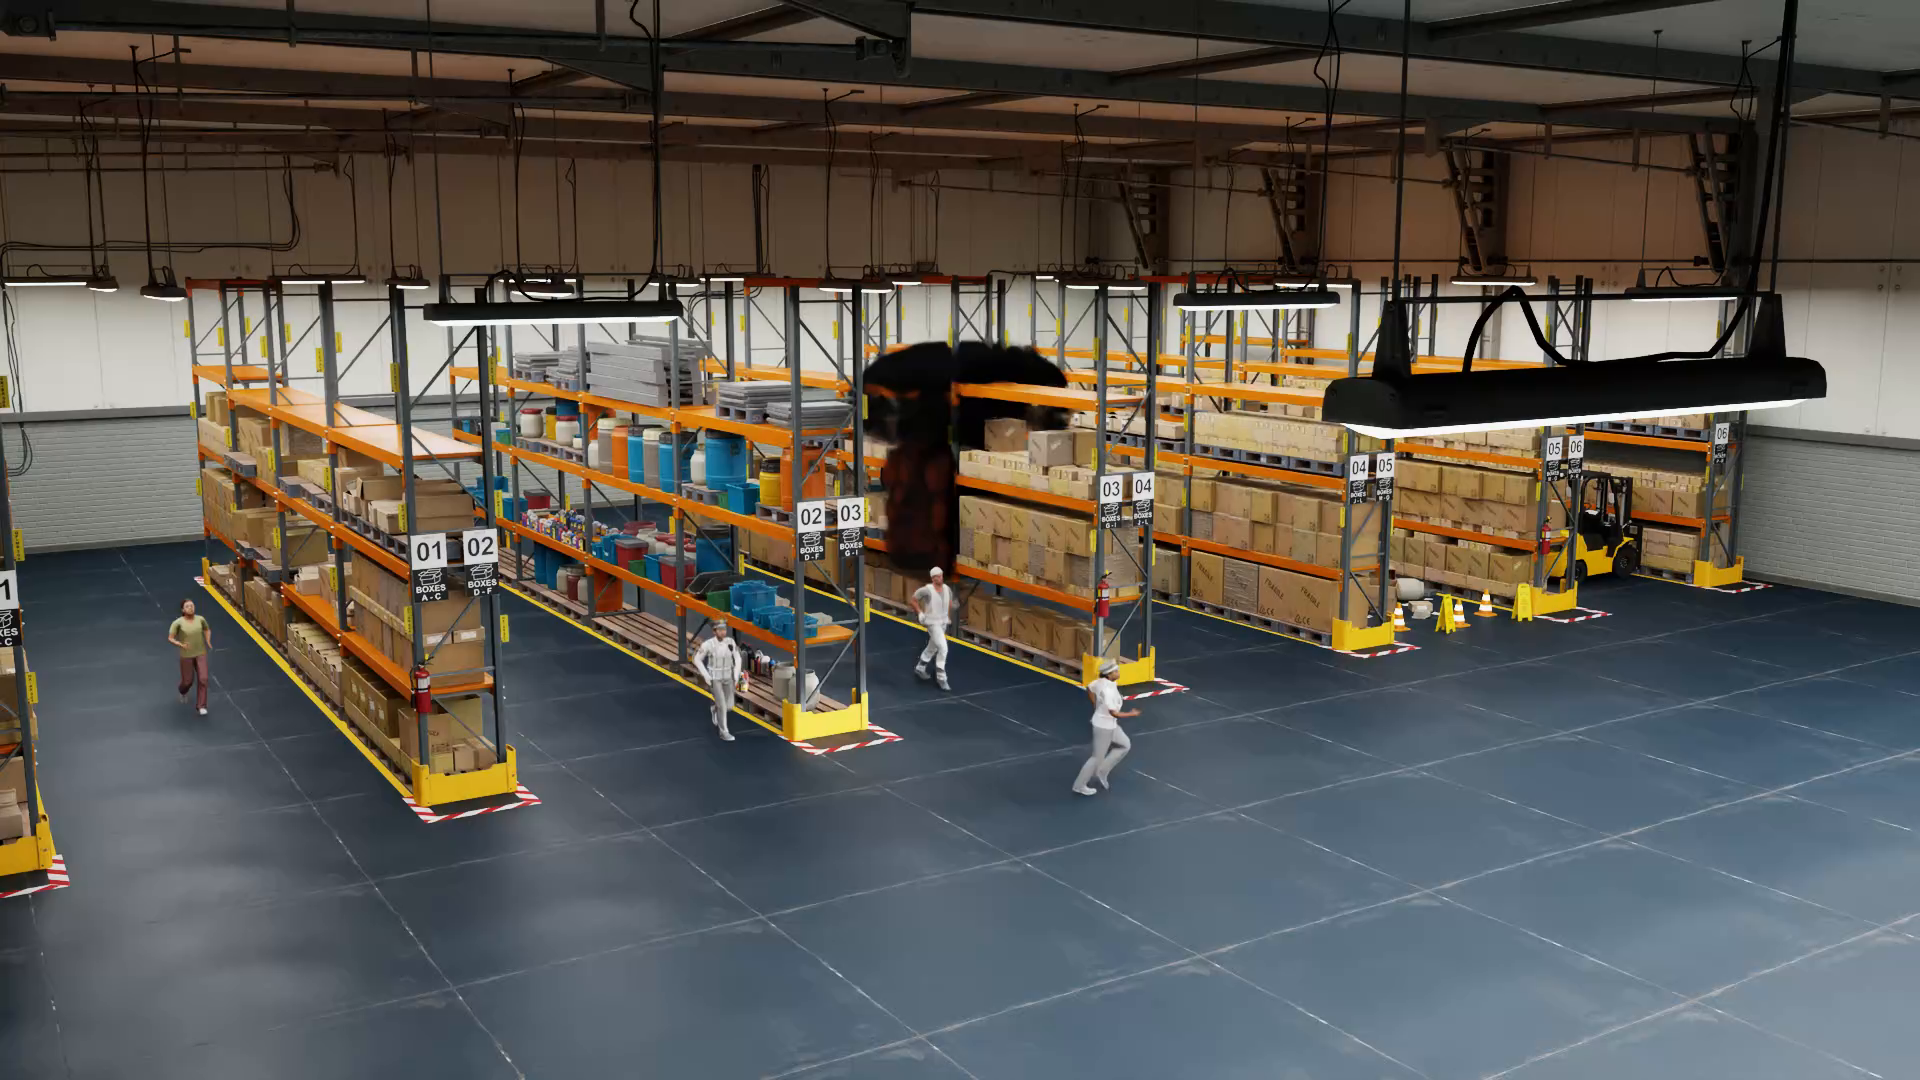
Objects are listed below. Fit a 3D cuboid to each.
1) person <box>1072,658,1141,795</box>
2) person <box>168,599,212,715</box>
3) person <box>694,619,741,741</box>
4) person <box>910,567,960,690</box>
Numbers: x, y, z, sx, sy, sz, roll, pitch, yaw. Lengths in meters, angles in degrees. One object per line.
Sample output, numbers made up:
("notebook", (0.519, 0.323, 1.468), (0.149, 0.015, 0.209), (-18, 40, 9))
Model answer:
("person", (1.748, 2.201, 19.826), (0.811, 1.653, 0.589), (0, 10, 3))
("person", (-10.822, 1.623, 23.453), (0.588, 1.628, 0.758), (-8, 12, -39))
("person", (-3.236, 1.825, 22.156), (0.650, 1.648, 0.646), (-6, 11, -31))
("person", (-0.359, 1.301, 24.956), (0.799, 1.851, 0.620), (8, 13, 41))
